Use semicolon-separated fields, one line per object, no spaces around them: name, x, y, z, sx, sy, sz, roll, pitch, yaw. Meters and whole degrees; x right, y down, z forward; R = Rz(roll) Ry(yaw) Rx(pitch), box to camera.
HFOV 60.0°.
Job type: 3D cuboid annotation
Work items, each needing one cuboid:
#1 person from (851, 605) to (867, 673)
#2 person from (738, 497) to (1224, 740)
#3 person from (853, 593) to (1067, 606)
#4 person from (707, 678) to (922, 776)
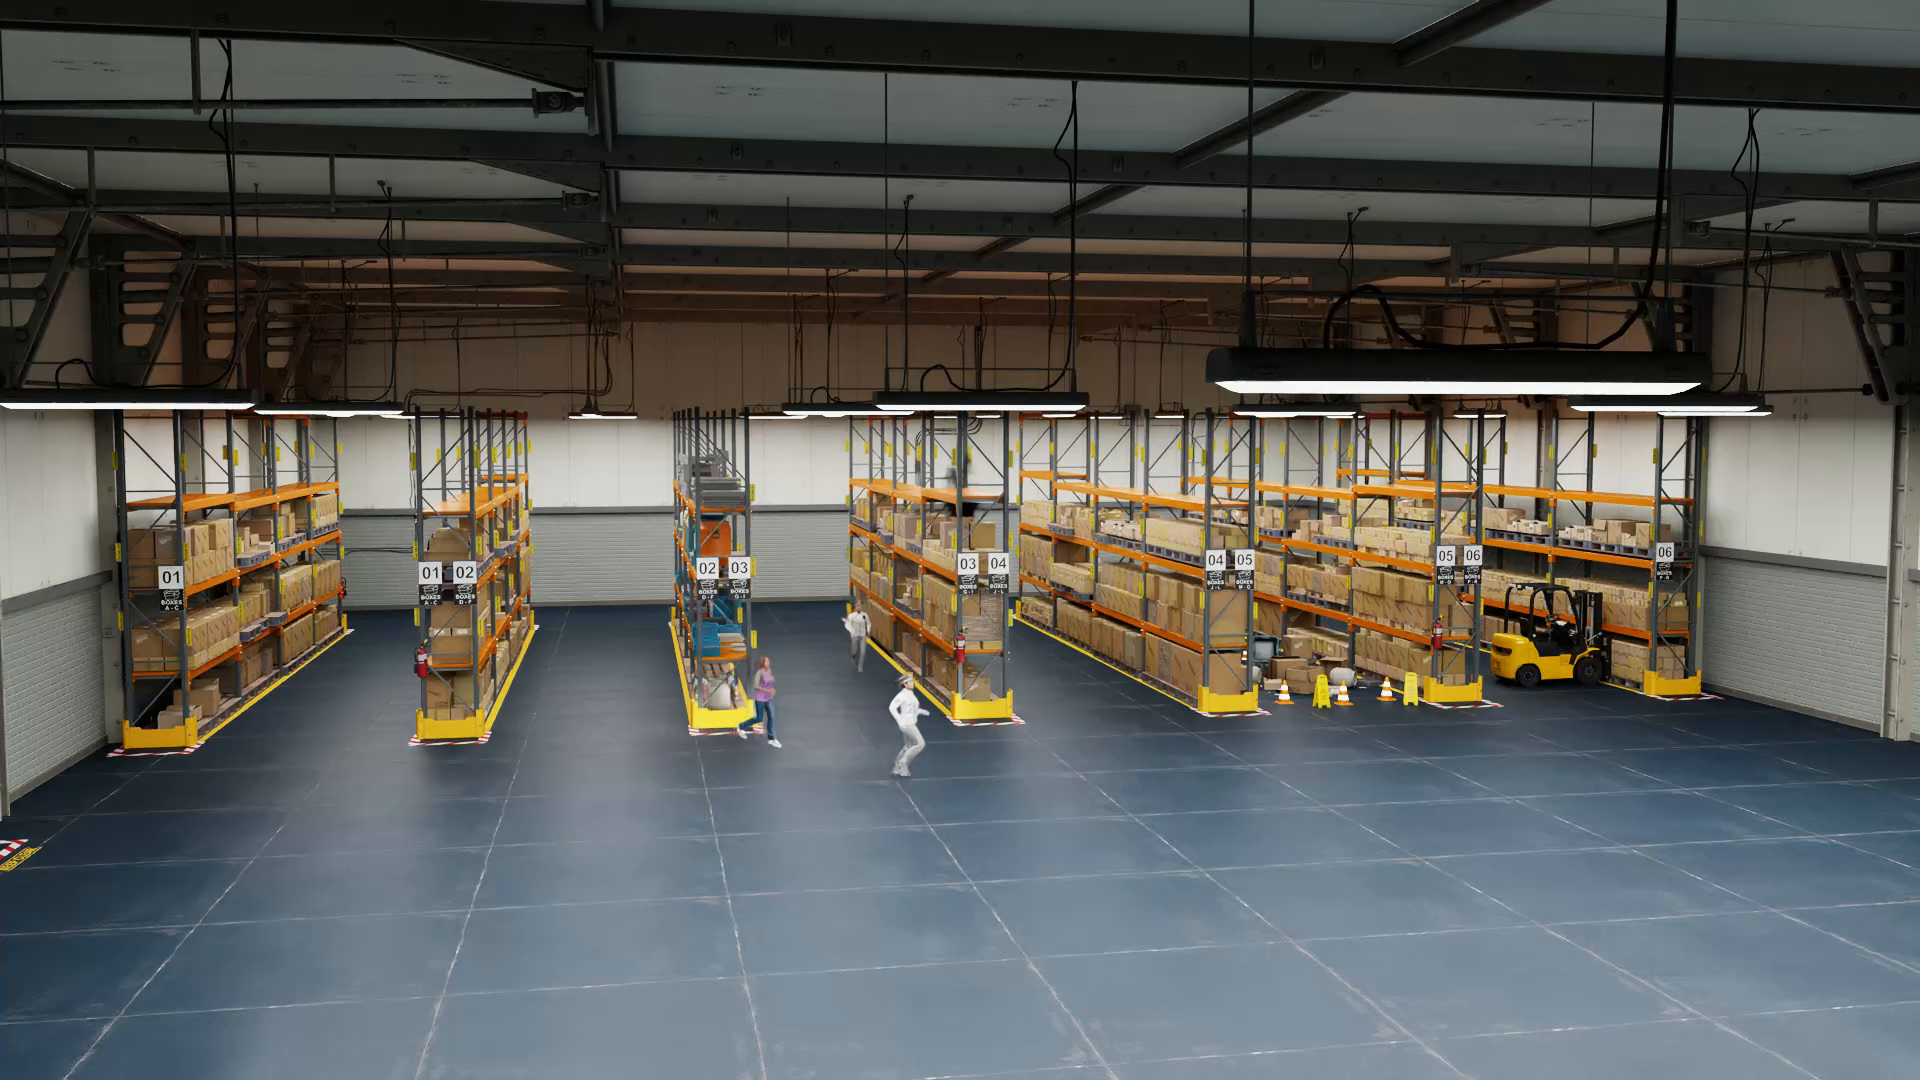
person;-2.322;2.215;38.074;0.358;1.599;0.596;-1;4;-14
person;0.644;1.112;39.203;4.769;3.459;21.916;2;5;27
person;0.448;1.788;44.139;7.512;1.695;11.512;-1;4;-8
person;-2.805;2.900;29.574;5.379;1.408;5.285;1;4;11
